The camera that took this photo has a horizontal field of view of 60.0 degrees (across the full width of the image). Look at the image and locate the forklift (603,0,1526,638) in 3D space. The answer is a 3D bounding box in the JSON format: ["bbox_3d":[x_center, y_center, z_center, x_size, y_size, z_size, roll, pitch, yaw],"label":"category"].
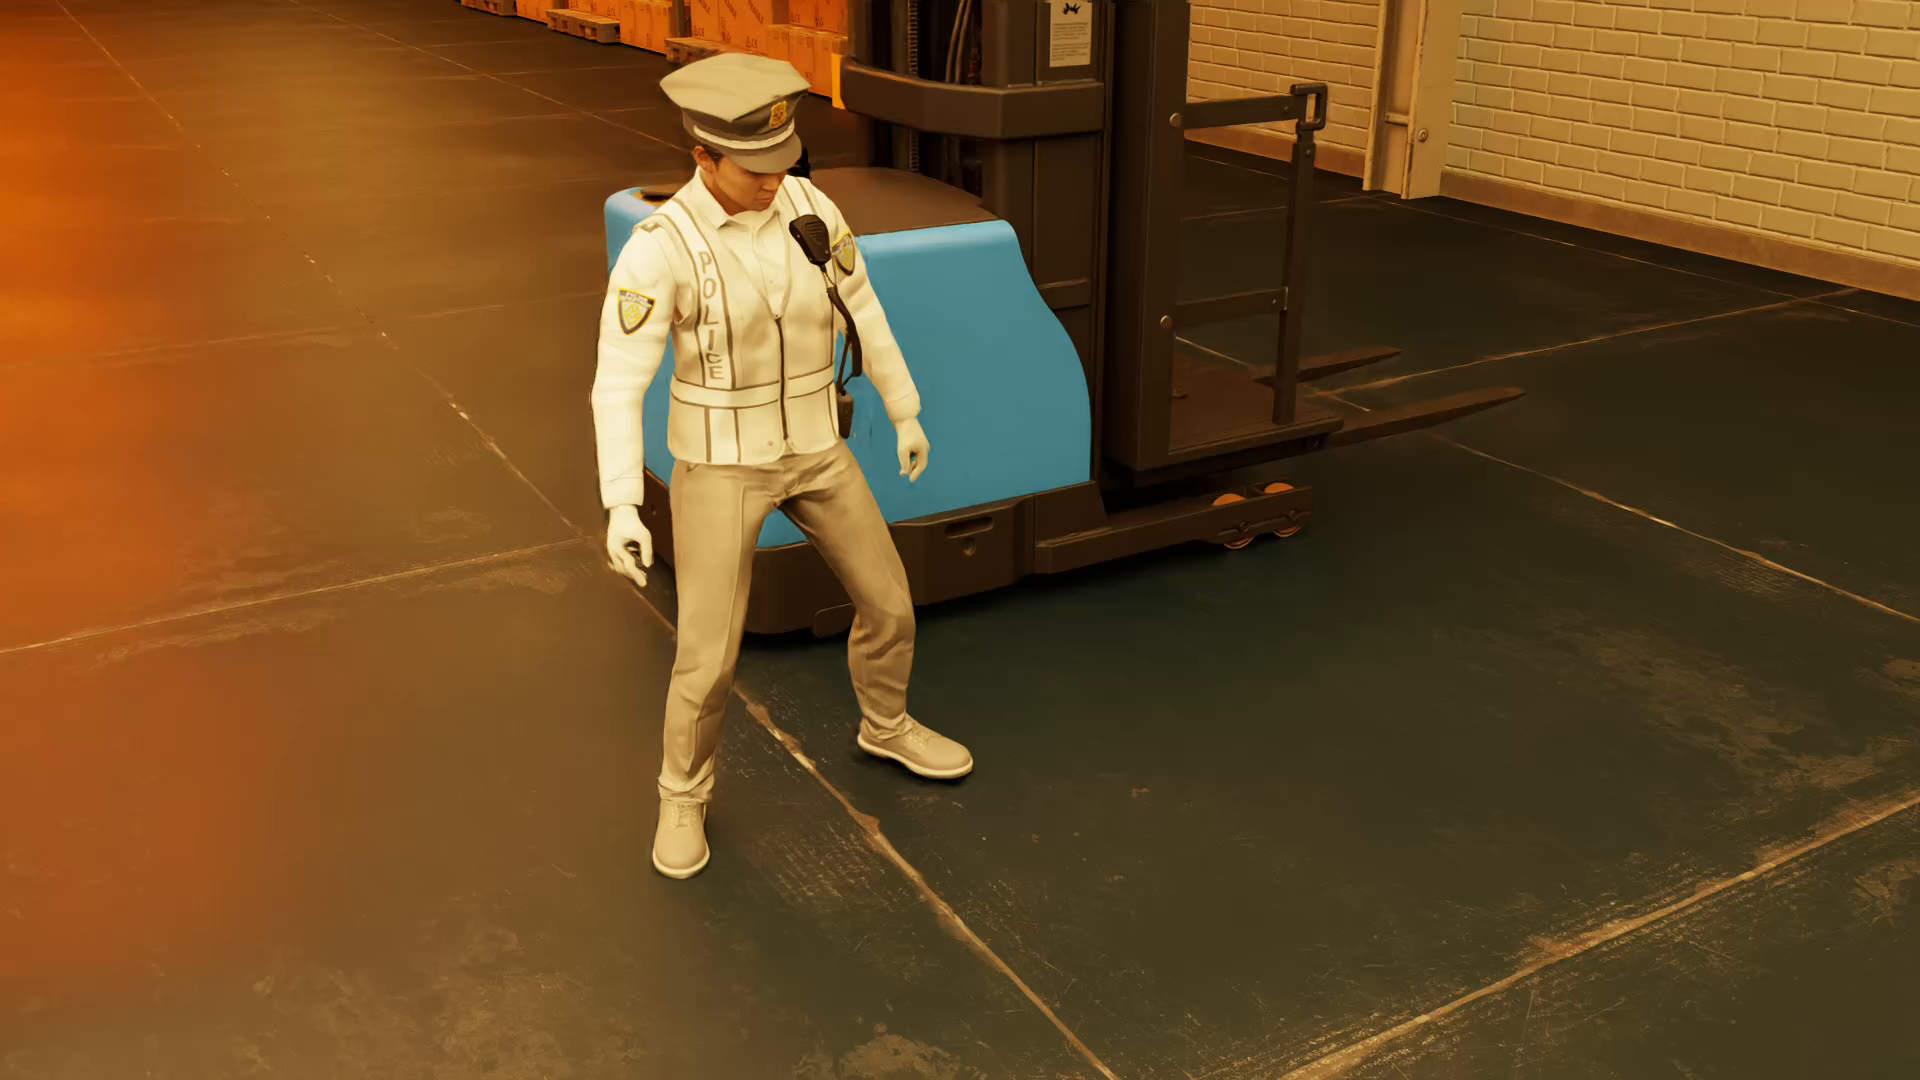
[{"bbox_3d":[0.503,-1.488,4.901,3.031,2.935,1.130,-12,25,-28],"label":"forklift"}]

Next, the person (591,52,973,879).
[{"bbox_3d":[-0.362,-0.144,3.359,0.849,1.626,0.400,-14,26,-31],"label":"person"}]
